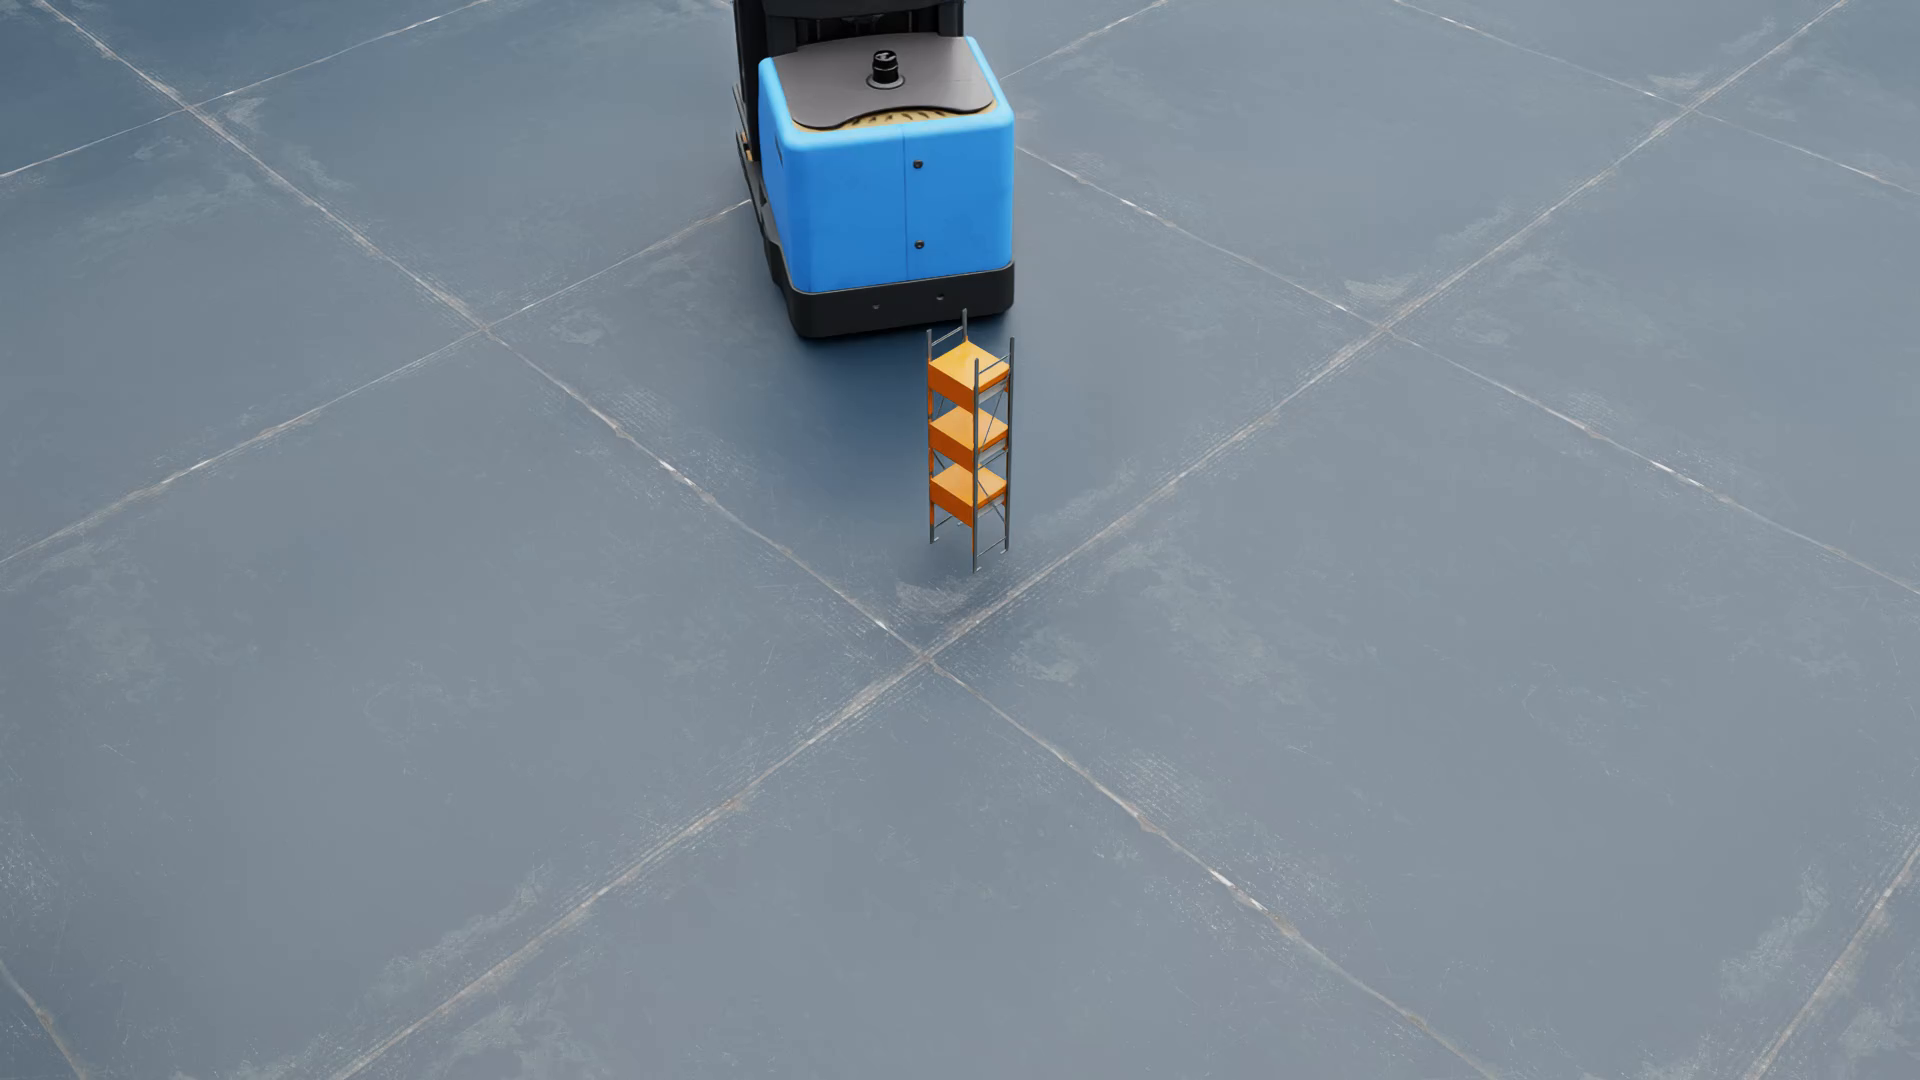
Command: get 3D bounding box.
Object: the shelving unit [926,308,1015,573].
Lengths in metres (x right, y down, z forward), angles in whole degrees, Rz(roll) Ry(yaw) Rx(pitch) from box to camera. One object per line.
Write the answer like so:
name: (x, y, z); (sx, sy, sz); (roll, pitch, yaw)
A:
shelving unit: (0.038, -0.360, 6.366); (0.215, 1.050, 0.252); (-34, 53, -31)

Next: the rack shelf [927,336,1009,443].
rack shelf: (0.038, -0.561, 6.180); (0.215, 0.259, 0.240); (-34, 53, -31)

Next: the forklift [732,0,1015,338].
forklift: (-0.579, -3.020, 7.859); (1.130, 2.935, 3.031); (-9, 43, -10)

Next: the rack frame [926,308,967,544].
rack frame: (-0.048, -0.418, 6.429); (0.200, 1.050, 0.008); (-34, 53, -31)

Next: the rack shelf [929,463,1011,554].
rack shelf: (0.038, -0.148, 6.562); (0.215, 0.259, 0.240); (-34, 53, -31)

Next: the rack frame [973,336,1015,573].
rack frame: (0.124, -0.301, 6.302); (0.200, 1.050, 0.008); (-34, 53, -31)

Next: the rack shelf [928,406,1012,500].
rack shelf: (0.038, -0.352, 6.373); (0.215, 0.259, 0.240); (-34, 53, -31)
